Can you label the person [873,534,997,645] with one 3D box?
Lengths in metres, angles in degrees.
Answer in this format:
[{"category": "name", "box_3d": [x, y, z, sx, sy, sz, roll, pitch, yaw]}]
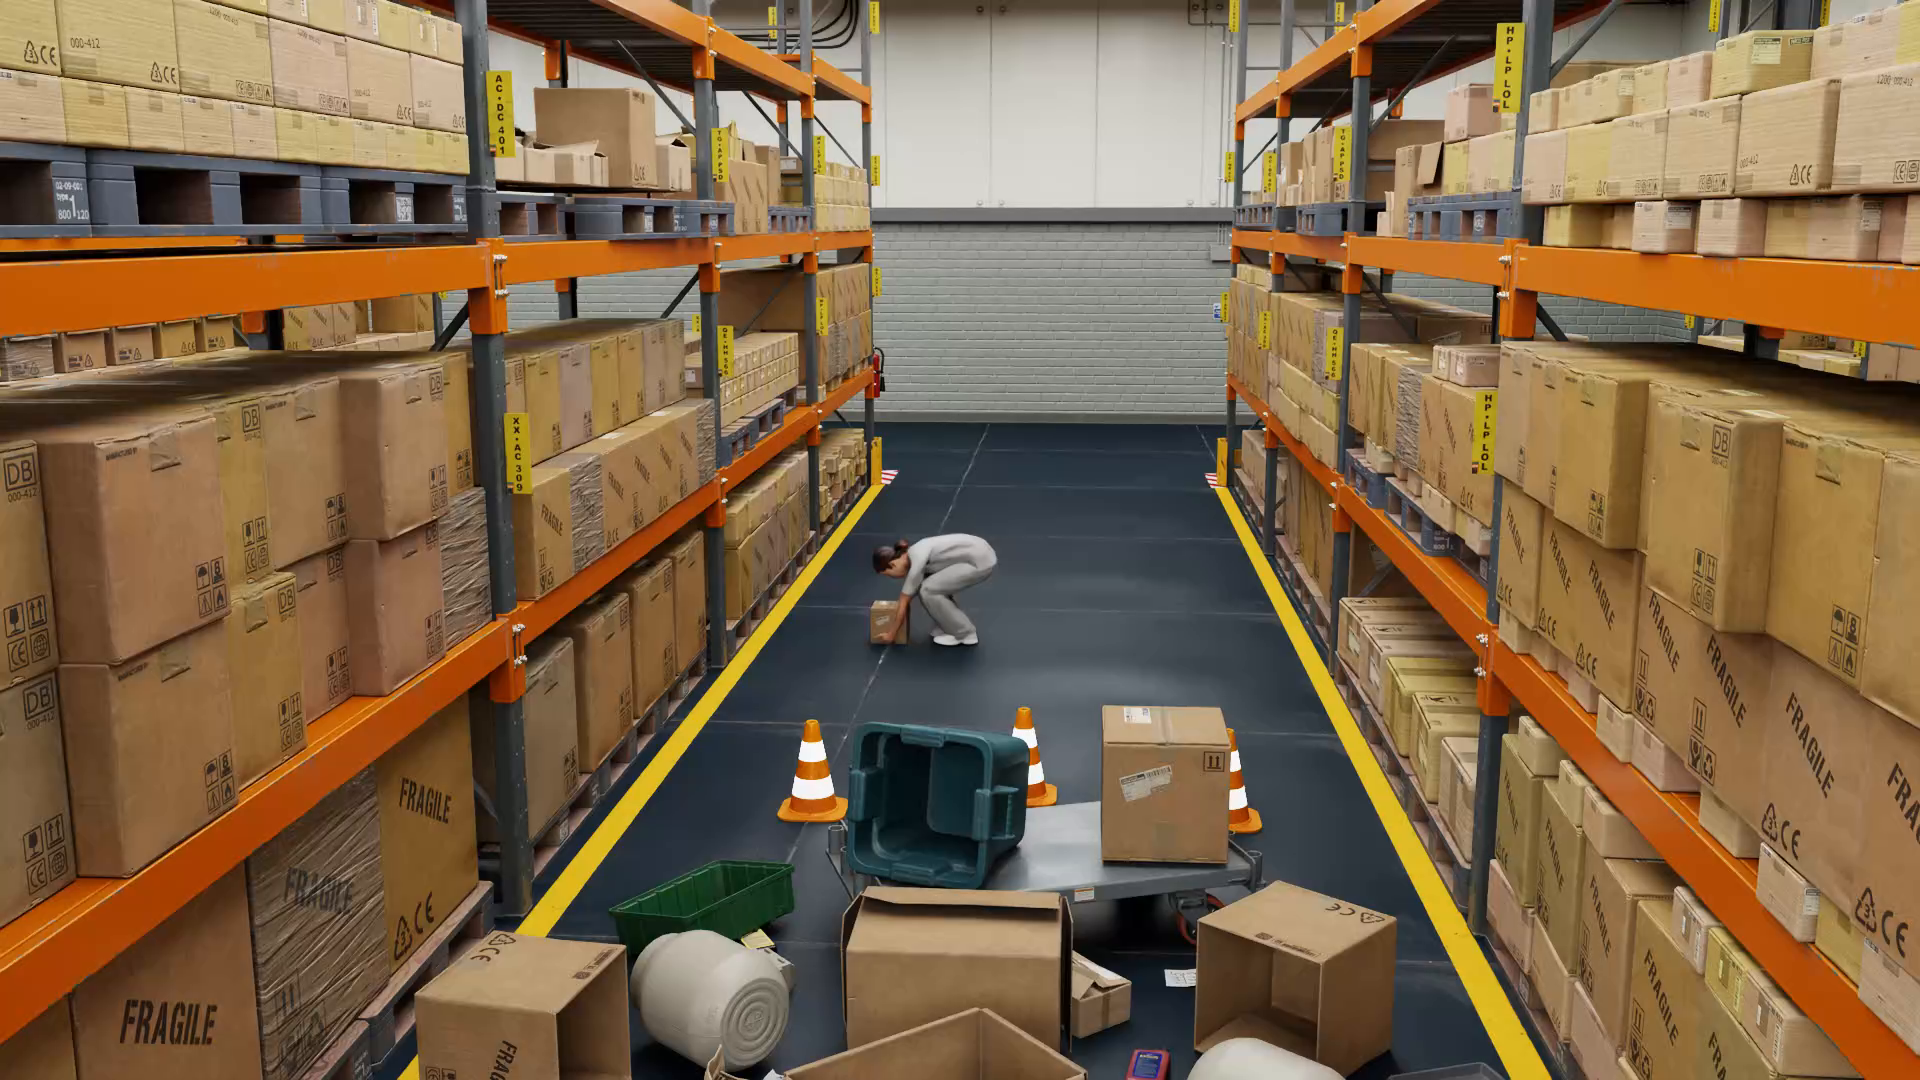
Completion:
[{"category": "person", "box_3d": [-0.174, 0.351, 11.626, 0.867, 0.774, 0.459, 0, 11, 2]}]
